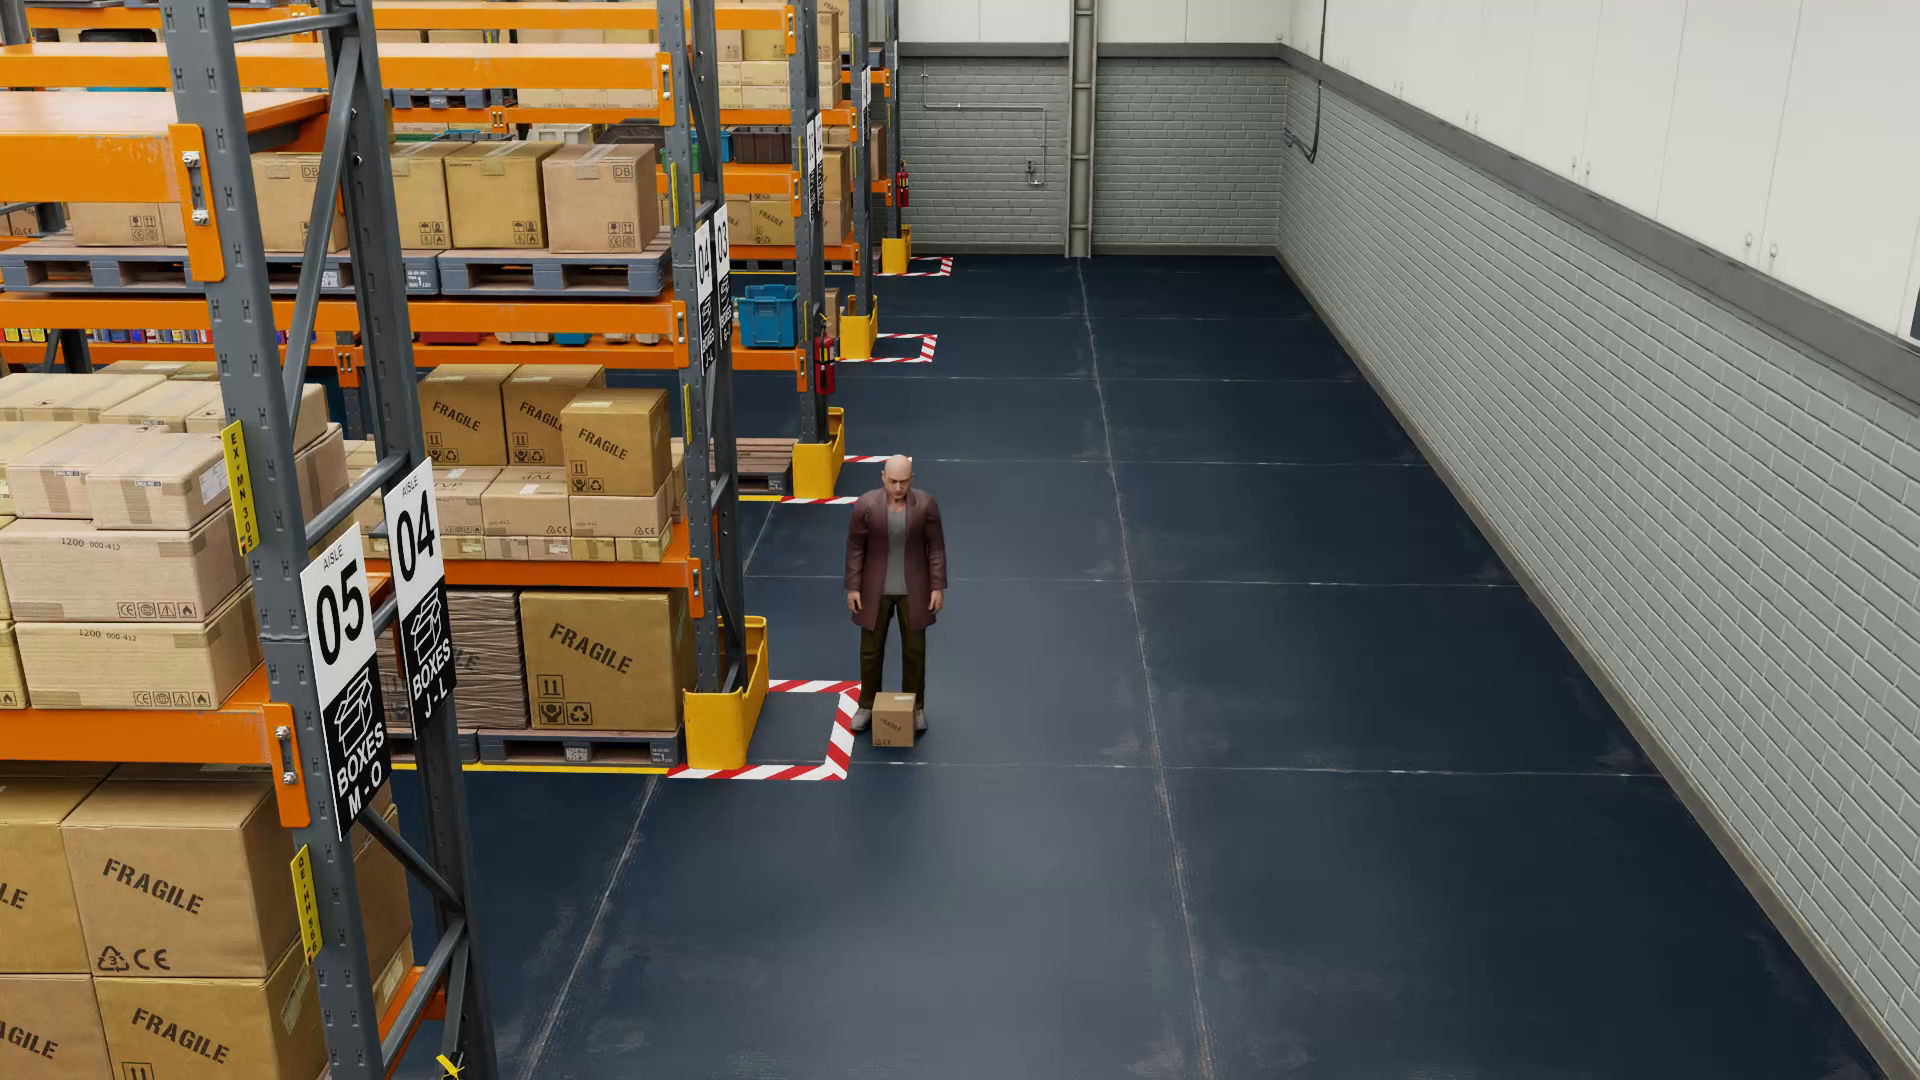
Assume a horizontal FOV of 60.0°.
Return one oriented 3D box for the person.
[{"bbox_3d":[-0.396,0.312,10.268,0.645,1.772,0.429,-1,20,-1],"label":"person"}]
